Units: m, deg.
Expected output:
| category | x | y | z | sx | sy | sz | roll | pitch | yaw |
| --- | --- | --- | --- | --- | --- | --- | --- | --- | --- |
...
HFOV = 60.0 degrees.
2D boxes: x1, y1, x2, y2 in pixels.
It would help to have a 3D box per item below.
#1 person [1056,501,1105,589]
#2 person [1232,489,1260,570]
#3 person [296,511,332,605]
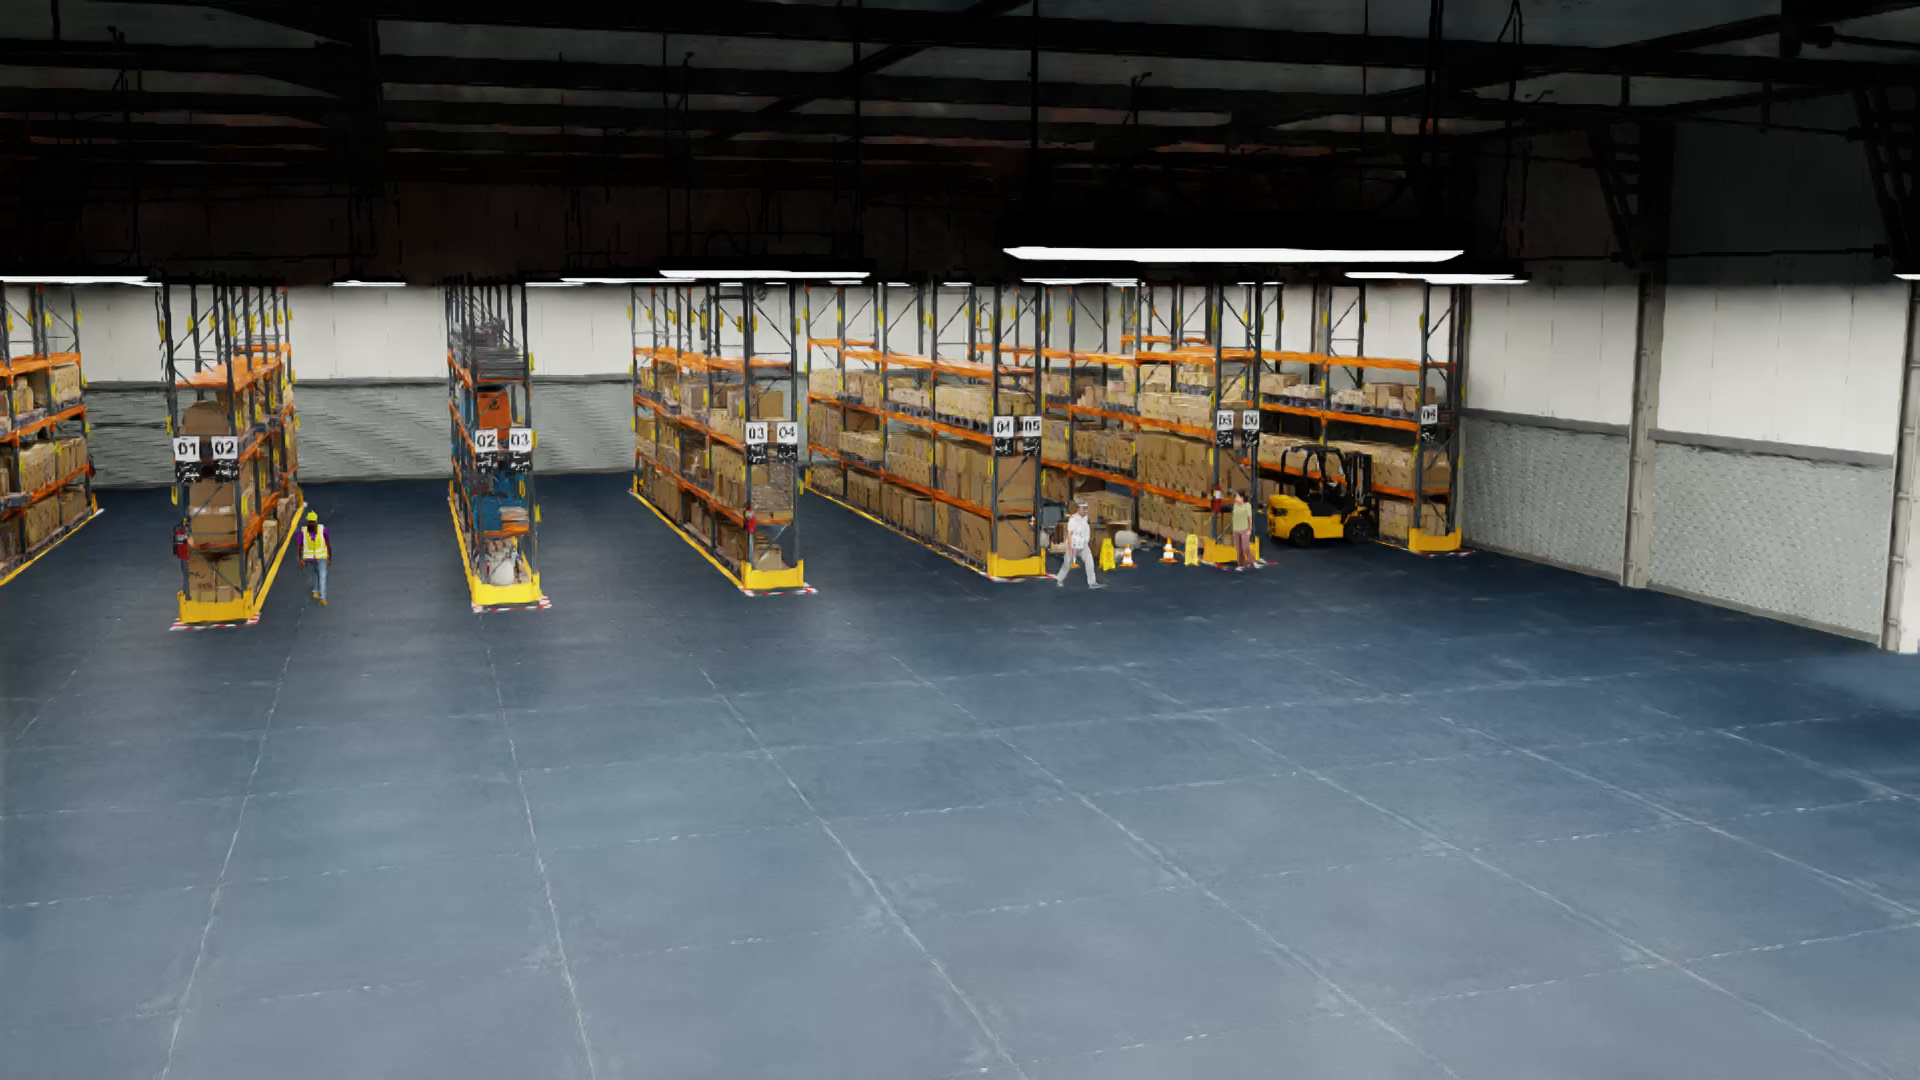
| category | x | y | z | sx | sy | sz | roll | pitch | yaw |
| --- | --- | --- | --- | --- | --- | --- | --- | --- | --- |
| person | 2.278 | 0.084 | 31.892 | 0.586 | 1.712 | 0.974 | -8 | 11 | -41 |
| person | 5.811 | -0.207 | 33.856 | 0.619 | 1.667 | 0.444 | 7 | 11 | 40 |
| person | -11.805 | 0.307 | 30.388 | 0.577 | 1.691 | 1.121 | -2 | 9 | -16 |
